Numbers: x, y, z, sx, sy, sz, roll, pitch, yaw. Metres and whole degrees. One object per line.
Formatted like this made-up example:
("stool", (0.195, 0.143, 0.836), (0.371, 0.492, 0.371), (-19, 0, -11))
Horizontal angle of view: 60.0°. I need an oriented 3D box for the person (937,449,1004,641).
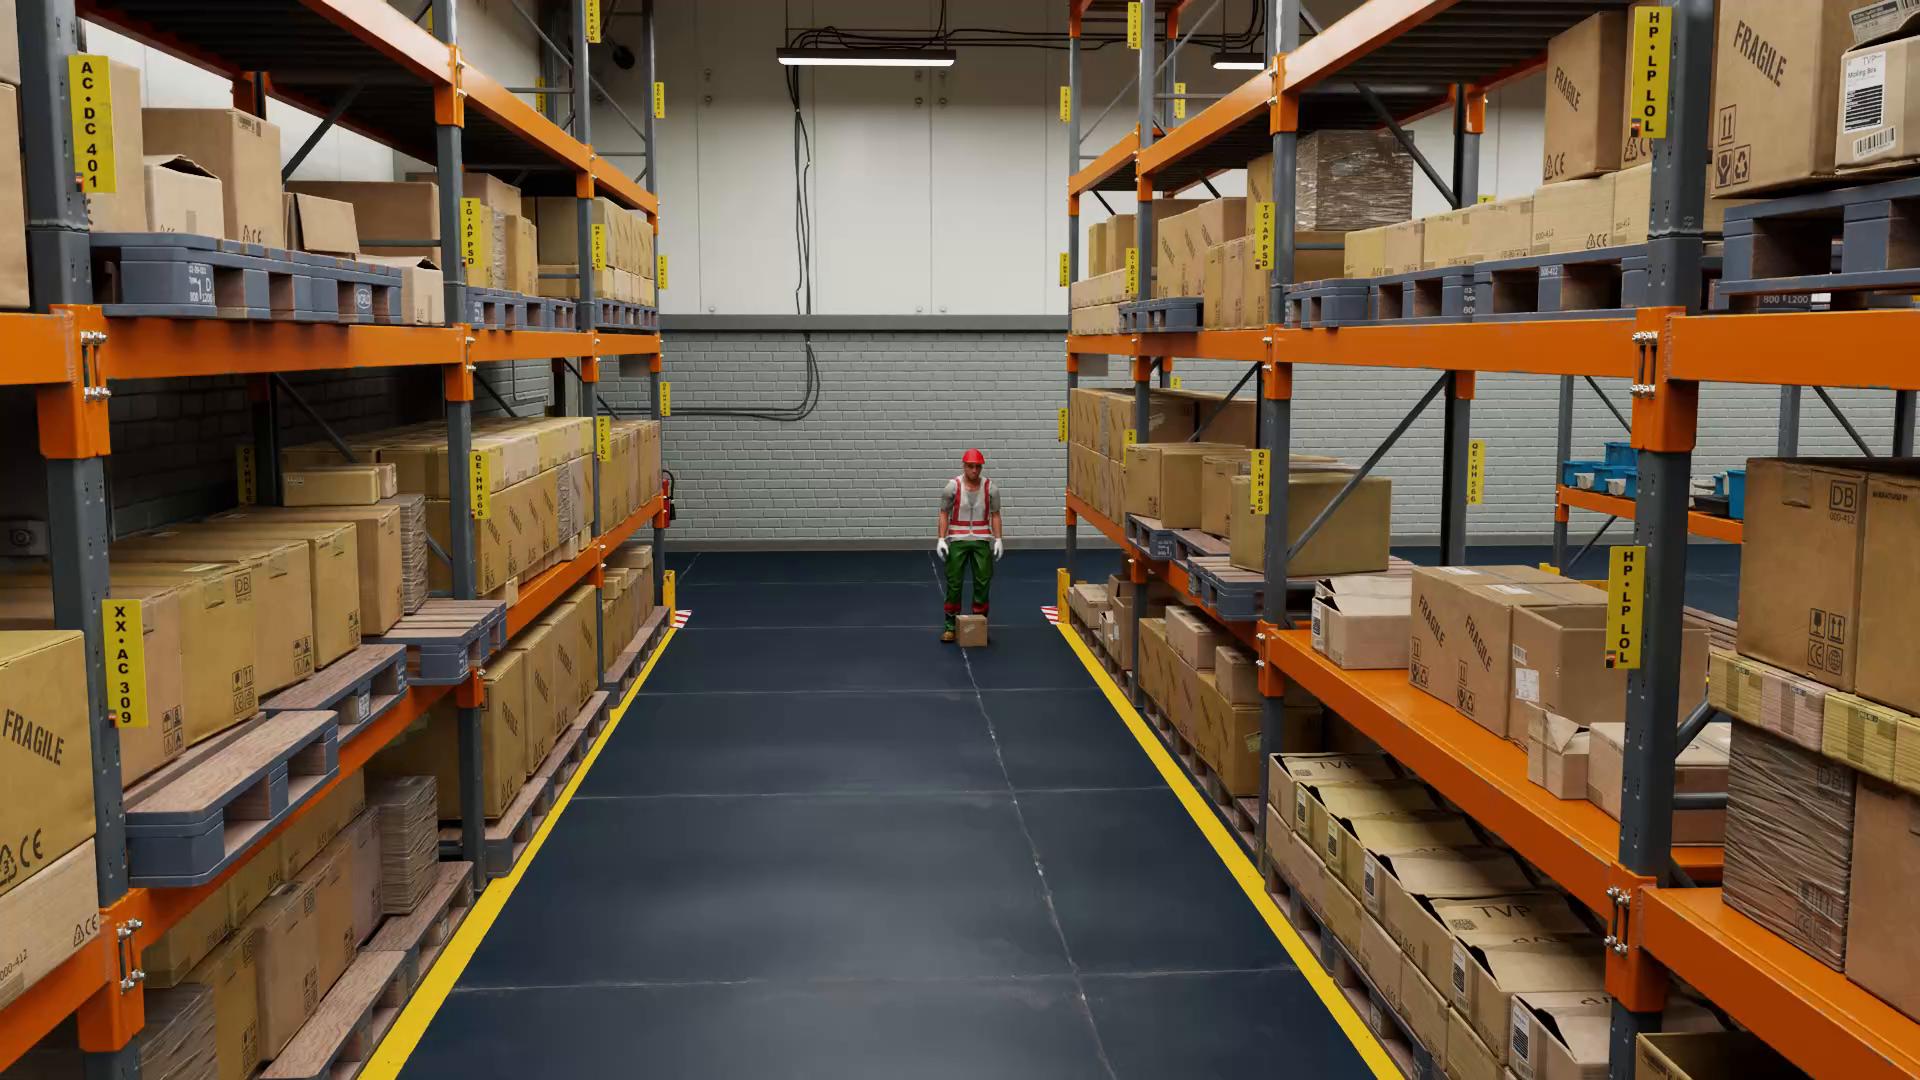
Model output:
("person", (0.095, 0.043, 15.311), (0.623, 1.780, 0.450), (-1, 7, -6))
